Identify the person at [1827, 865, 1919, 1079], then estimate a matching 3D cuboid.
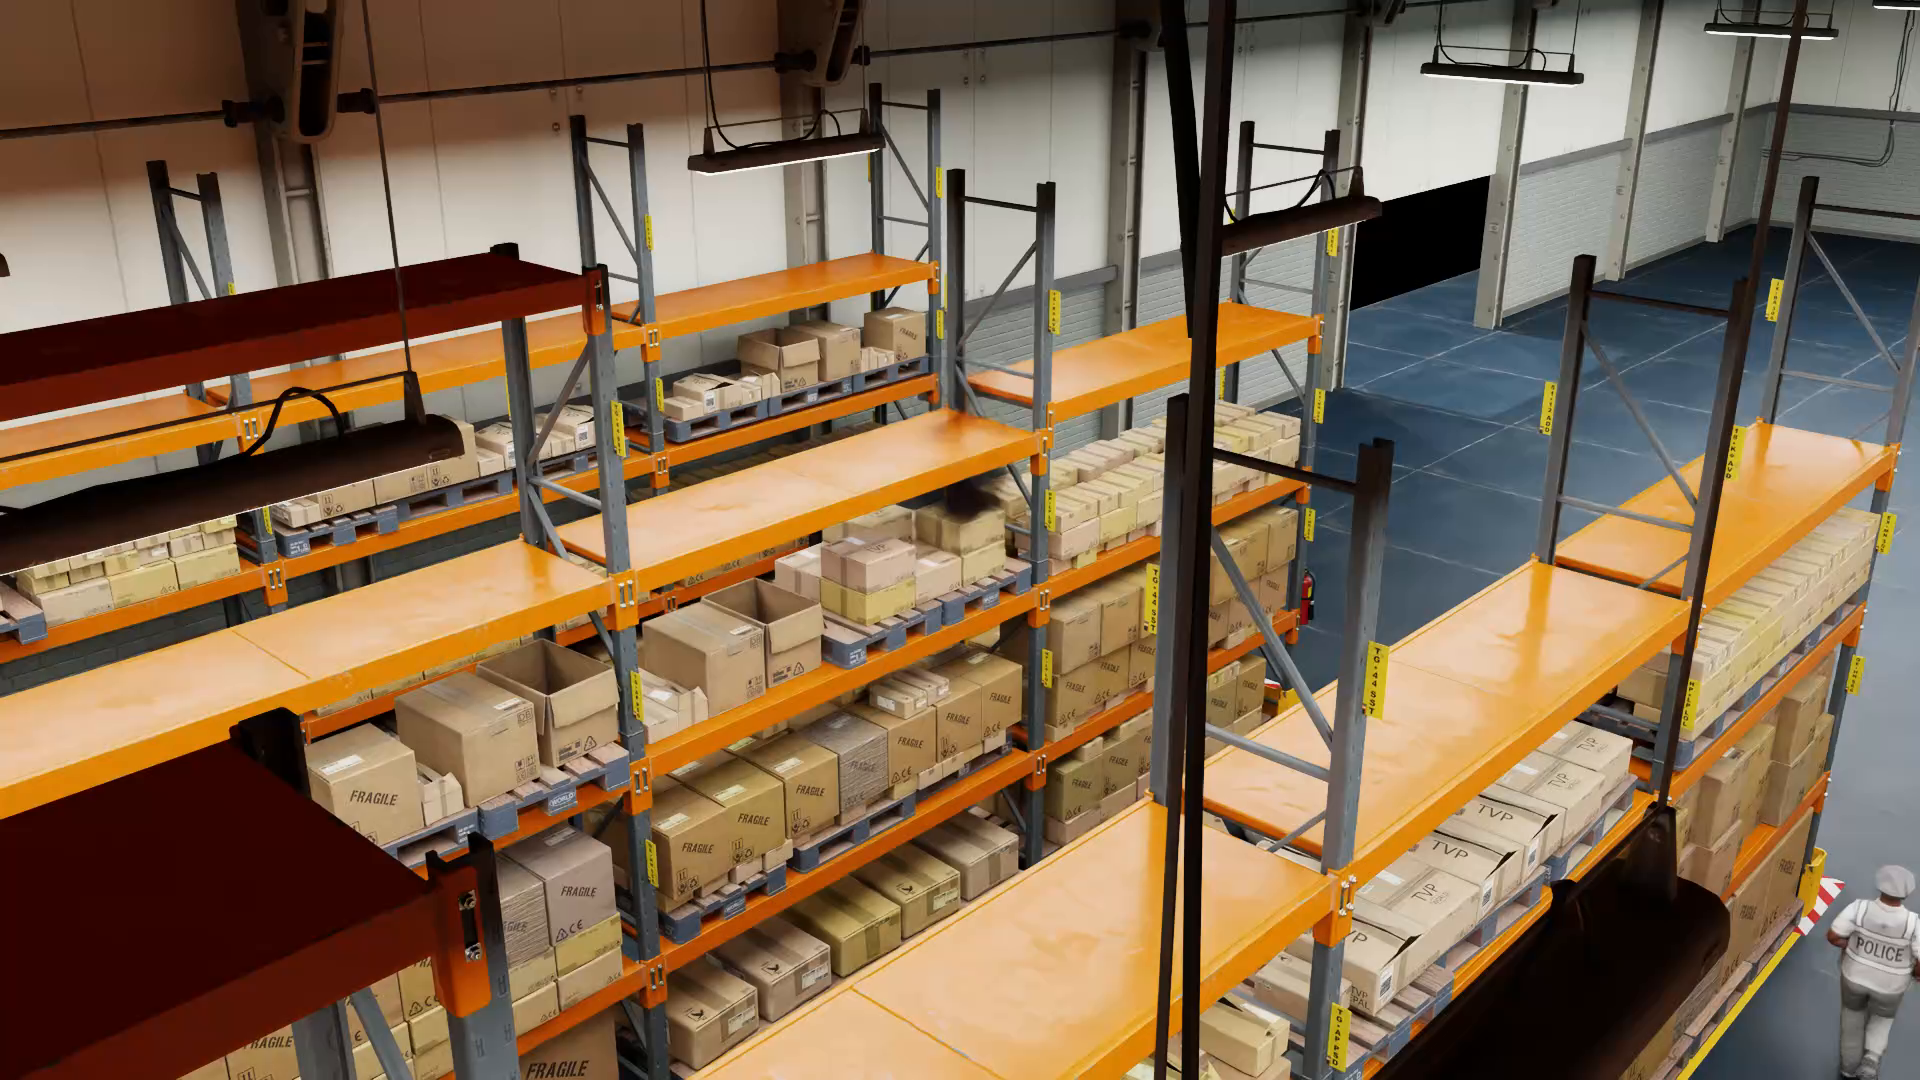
[{"bbox_3d":[6.435,3.075,11.720,0.664,1.737,0.602,14,25,32],"label":"person"}]
